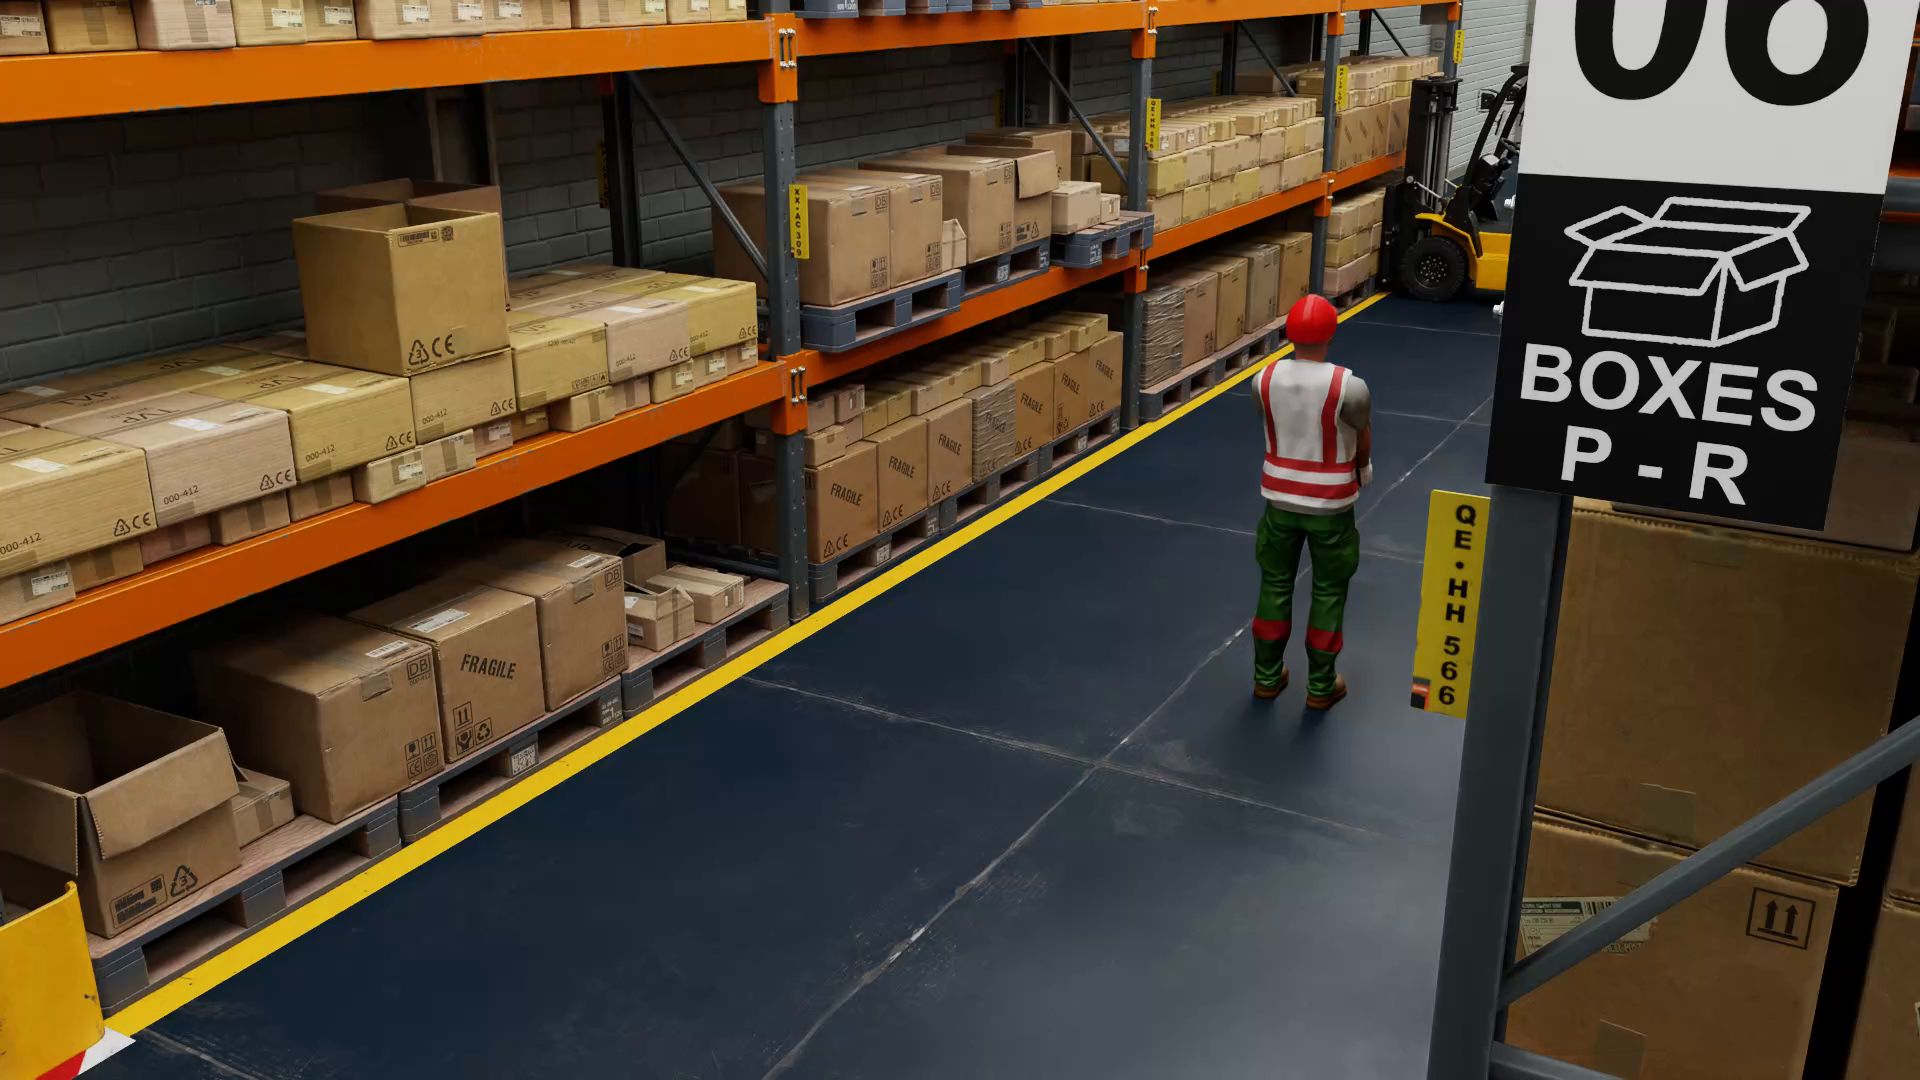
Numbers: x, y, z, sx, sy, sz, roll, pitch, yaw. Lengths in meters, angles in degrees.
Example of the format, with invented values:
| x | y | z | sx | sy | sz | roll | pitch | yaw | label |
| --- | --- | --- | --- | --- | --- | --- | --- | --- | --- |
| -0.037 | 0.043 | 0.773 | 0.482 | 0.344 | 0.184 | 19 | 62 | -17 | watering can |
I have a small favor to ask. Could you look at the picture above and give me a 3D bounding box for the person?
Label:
| x | y | z | sx | sy | sz | roll | pitch | yaw | label |
| --- | --- | --- | --- | --- | --- | --- | --- | --- | --- |
| 1.501 | -0.186 | 7.073 | 0.494 | 1.783 | 0.563 | 10 | 22 | 28 | person |
